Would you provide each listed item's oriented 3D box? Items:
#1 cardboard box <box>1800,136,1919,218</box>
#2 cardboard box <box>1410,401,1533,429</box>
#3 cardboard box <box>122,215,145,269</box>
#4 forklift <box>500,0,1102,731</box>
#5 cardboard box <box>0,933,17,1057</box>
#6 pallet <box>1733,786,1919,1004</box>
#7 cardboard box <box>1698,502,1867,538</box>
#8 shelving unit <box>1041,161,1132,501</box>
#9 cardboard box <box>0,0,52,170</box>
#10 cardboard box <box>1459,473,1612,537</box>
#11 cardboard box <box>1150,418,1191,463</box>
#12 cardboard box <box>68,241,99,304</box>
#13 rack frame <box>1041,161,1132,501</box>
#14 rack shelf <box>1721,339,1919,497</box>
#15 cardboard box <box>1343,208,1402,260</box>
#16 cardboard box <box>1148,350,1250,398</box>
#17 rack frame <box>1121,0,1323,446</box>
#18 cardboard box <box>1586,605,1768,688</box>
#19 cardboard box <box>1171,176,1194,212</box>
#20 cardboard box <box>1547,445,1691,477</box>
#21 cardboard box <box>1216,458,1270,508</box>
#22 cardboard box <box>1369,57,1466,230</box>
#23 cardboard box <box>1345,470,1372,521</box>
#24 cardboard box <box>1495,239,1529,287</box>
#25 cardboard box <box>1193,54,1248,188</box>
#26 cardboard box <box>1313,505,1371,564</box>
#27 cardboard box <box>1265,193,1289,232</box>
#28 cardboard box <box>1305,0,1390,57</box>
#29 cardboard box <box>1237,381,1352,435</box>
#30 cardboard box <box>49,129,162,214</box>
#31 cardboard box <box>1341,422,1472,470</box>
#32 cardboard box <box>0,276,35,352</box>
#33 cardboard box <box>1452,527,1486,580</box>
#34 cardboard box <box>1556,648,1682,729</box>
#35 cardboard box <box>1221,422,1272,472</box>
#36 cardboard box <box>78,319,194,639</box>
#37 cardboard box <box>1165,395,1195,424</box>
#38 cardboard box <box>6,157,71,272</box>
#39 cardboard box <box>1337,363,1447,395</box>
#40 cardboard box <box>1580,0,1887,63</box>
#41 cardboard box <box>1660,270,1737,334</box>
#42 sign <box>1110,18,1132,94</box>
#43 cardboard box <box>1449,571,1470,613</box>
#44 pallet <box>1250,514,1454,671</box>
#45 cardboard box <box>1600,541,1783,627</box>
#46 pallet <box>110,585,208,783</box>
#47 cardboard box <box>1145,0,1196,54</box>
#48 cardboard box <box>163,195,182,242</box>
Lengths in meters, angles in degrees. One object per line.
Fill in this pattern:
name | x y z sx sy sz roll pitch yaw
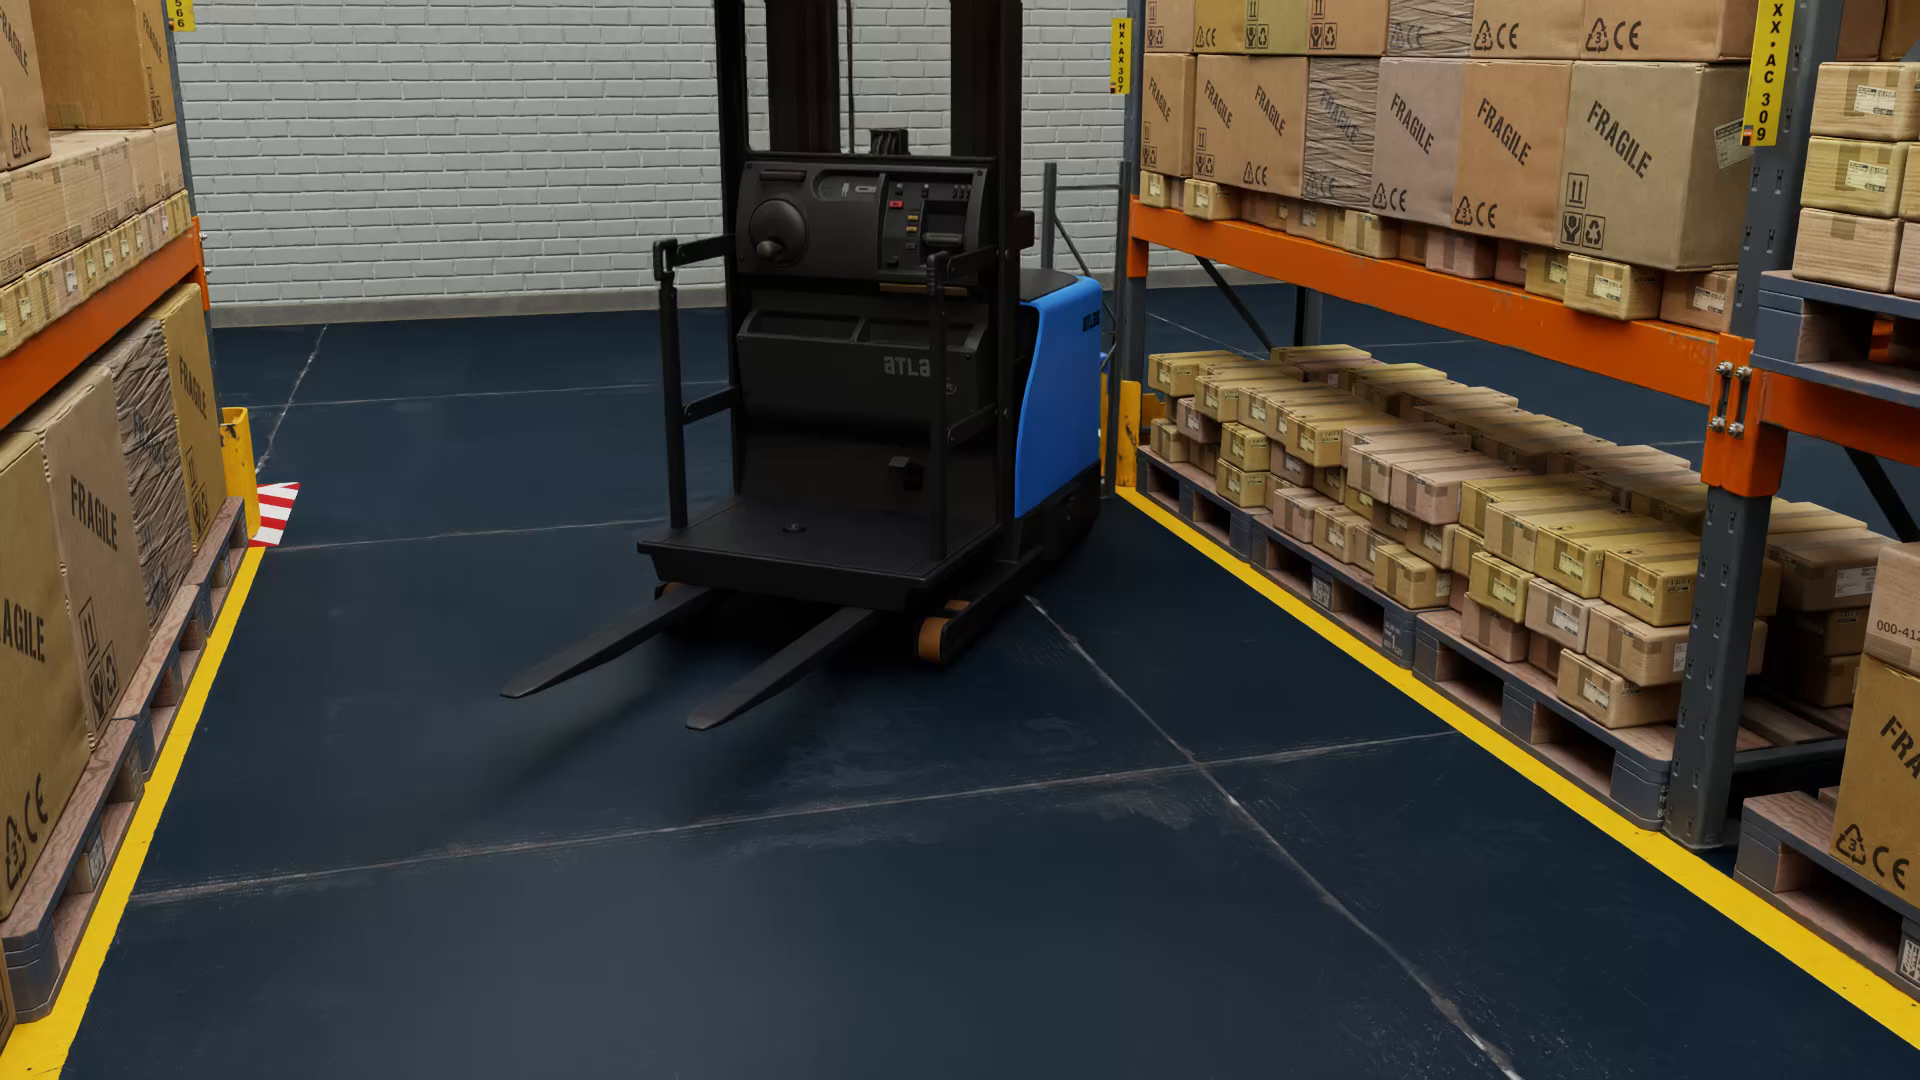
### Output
cardboard box | 2.010 -0.764 3.473 0.380 0.149 0.250 -4 17 -14
cardboard box | 1.944 -0.423 6.339 0.380 0.149 0.250 -5 18 -17
cardboard box | -2.856 -0.954 5.349 0.380 0.149 0.250 -5 17 -16
forklift | -0.429 -1.120 5.585 1.130 2.935 3.031 7 18 21
cardboard box | -2.258 0.670 2.472 1.225 0.875 0.875 -5 17 -15
pallet | 2.559 0.864 3.708 1.003 0.211 1.213 -5 17 -15
cardboard box | 2.429 0.000 4.929 0.380 0.149 0.250 -4 17 -13
shelving unit | 0.191 -0.987 7.604 0.538 1.500 1.048 -12 21 -40
cardboard box | -2.614 -1.185 4.124 0.500 0.500 0.500 -5 18 -17
cardboard box | 1.816 -0.099 5.258 0.380 0.149 0.250 -4 17 -13
cardboard box | 1.081 -0.458 7.490 0.380 0.149 0.250 -4 17 -14
cardboard box | -2.645 -0.741 4.642 0.380 0.149 0.250 -5 17 -17
rack frame | 0.529 -0.877 7.240 0.500 1.500 0.032 -12 21 -40
rack shelf | 2.893 0.211 2.285 1.077 0.370 4.000 -5 17 -15
cardboard box | 1.541 -1.053 5.682 0.380 0.149 0.250 -4 17 -14
cardboard box | 1.062 -0.742 7.399 0.380 0.149 0.250 -6 18 -18
rack frame | 1.244 -1.793 7.707 1.000 3.000 0.127 -5 17 -15
cardboard box | 1.951 0.273 4.537 0.380 0.149 0.250 -4 17 -14
cardboard box | 1.128 -1.490 7.135 0.380 0.149 0.250 -4 17 -13
cardboard box | 2.228 -0.213 5.639 0.380 0.149 0.250 -4 17 -14
cardboard box | 1.271 -0.245 6.779 0.380 0.149 0.250 -4 17 -15
cardboard box | 1.662 -1.270 5.274 0.500 0.500 0.500 -5 17 -16
cardboard box | 1.624 -0.172 6.020 0.380 0.149 0.250 -4 17 -13
cardboard box | 1.844 -0.845 4.987 0.380 0.149 0.250 -5 17 -17
cardboard box | 1.274 -1.691 6.677 0.500 0.500 0.500 -5 17 -15
cardboard box | 1.519 -0.032 6.069 0.380 0.149 0.250 -5 17 -15
cardboard box | 1.404 -1.273 6.414 0.380 0.149 0.250 -5 17 -16
cardboard box | 1.522 -1.892 5.606 0.500 0.500 0.500 -5 18 -17
cardboard box | 1.347 -0.533 6.705 0.380 0.149 0.250 -6 18 -18
cardboard box | -3.025 -1.246 5.630 0.500 0.250 0.500 -5 17 -16
cardboard box | 1.603 -0.317 5.986 0.380 0.149 0.250 -5 17 -15
cardboard box | -2.434 -0.528 3.933 0.380 0.149 0.250 -5 17 -17
cardboard box | 1.800 0.050 5.281 0.380 0.149 0.250 -5 17 -15
cardboard box | 1.908 0.396 4.645 0.380 0.149 0.250 -4 17 -15
cardboard box | 1.281 -0.385 6.730 0.380 0.149 0.250 -4 17 -14
cardboard box | -3.050 -0.190 5.333 0.875 0.875 0.875 -5 17 -15
cardboard box | 1.141 -0.606 7.464 0.380 0.149 0.250 -4 17 -13
cardboard box | -2.610 -0.824 4.226 0.500 0.250 0.500 -4 17 -14
cardboard box | 1.841 -0.652 7.099 0.380 0.149 0.250 -5 17 -16
cardboard box | 1.954 -1.464 4.184 0.500 0.500 0.500 -5 18 -17
cardboard box | 2.040 -0.627 4.261 0.380 0.149 0.250 -5 17 -16
sign | 0.723 -2.165 7.439 0.100 0.325 0.005 -5 17 -15
cardboard box | 1.827 0.167 5.407 0.380 0.149 0.250 -5 17 -17
pallet | 1.786 0.128 6.159 1.003 0.211 1.213 -5 17 -15
cardboard box | 1.996 0.115 4.547 0.380 0.149 0.250 -4 17 -14
pallet | -2.926 0.459 5.059 1.003 0.211 1.213 -5 17 -15
cardboard box | 1.112 -2.317 7.023 0.500 0.500 0.500 -5 17 -16
cardboard box | -3.065 -1.164 6.050 0.380 0.149 0.250 -5 17 -15
